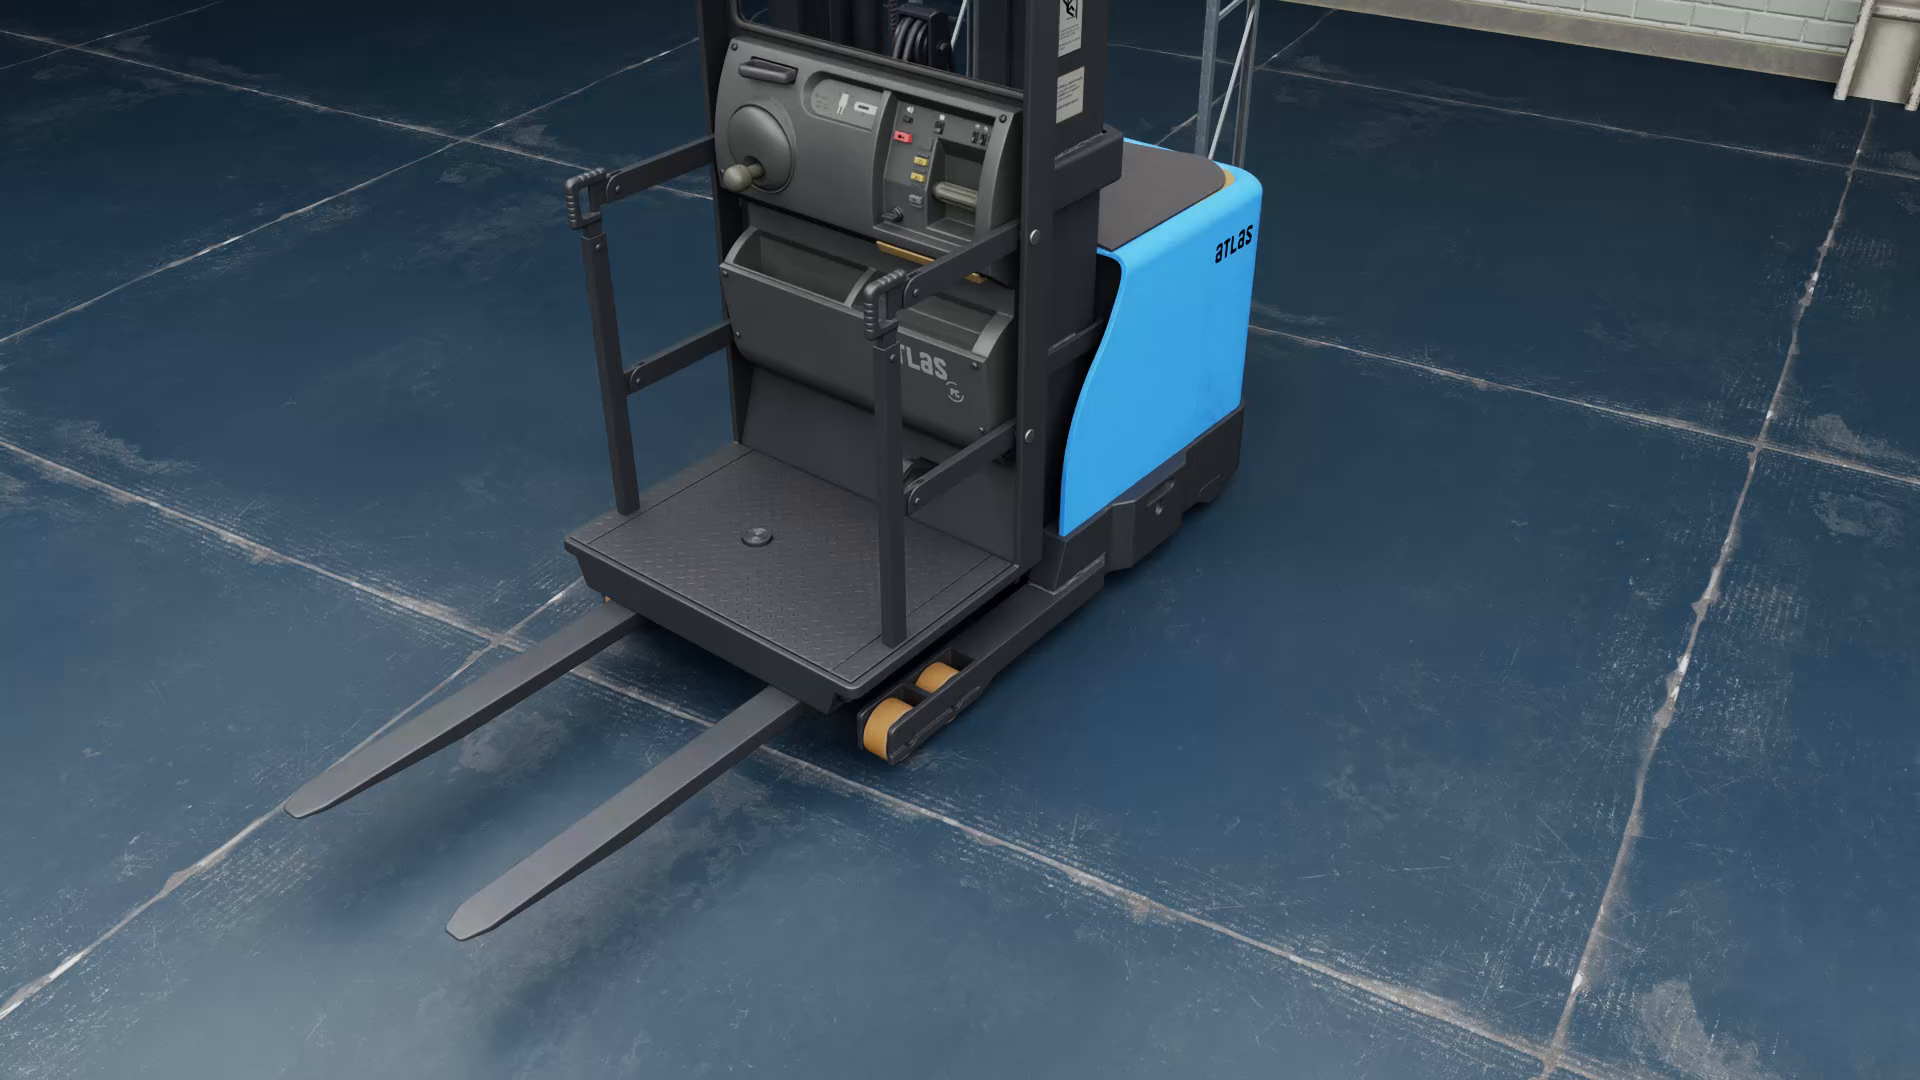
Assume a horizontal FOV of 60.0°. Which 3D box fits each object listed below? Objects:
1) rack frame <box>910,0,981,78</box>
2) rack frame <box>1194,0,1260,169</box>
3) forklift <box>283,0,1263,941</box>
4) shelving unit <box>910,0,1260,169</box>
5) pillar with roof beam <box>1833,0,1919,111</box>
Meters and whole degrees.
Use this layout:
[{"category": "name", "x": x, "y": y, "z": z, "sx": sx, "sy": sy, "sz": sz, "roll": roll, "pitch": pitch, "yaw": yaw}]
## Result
[{"category": "rack frame", "x": -0.047, "y": -1.406, "z": 6.007, "sx": 0.032, "sy": 1.500, "sz": 0.500, "roll": 15, "pitch": 36, "yaw": 21}, {"category": "rack frame", "x": 0.871, "y": -1.165, "z": 5.644, "sx": 0.032, "sy": 1.500, "sz": 0.500, "roll": 15, "pitch": 36, "yaw": 21}, {"category": "forklift", "x": -0.389, "y": -0.948, "z": 4.029, "sx": 1.130, "sy": 2.935, "sz": 3.031, "roll": 24, "pitch": 40, "yaw": 31}, {"category": "shelving unit", "x": 0.412, "y": -1.285, "z": 5.825, "sx": 1.048, "sy": 1.500, "sz": 0.538, "roll": 15, "pitch": 36, "yaw": 21}, {"category": "pillar with roof beam", "x": 2.697, "y": -4.013, "z": 3.157, "sx": 0.400, "sy": 9.000, "sz": 9.100, "roll": 18, "pitch": 37, "yaw": 24}]
